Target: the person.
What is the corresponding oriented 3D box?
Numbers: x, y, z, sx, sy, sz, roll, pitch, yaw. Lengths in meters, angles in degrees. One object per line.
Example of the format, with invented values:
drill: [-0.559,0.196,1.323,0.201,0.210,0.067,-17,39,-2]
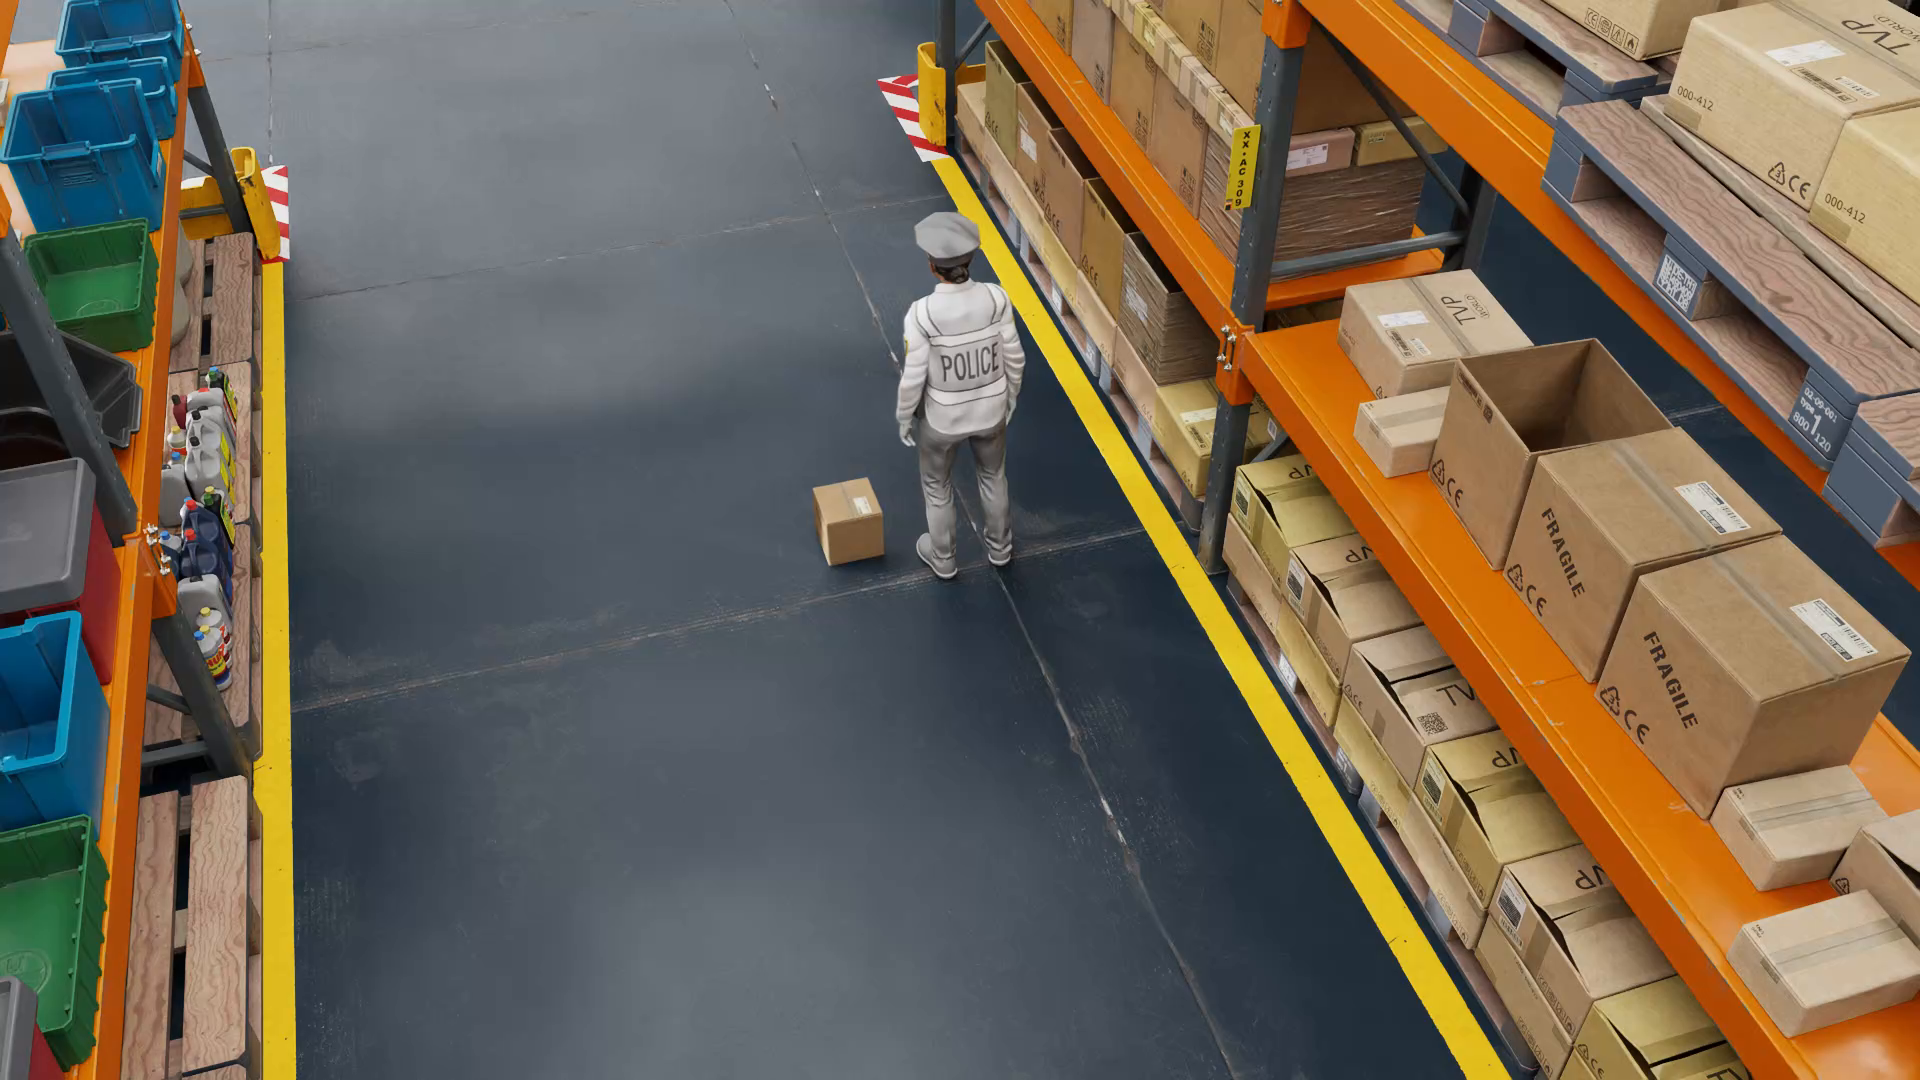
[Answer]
person: [-0.002,-0.528,6.735,0.540,1.662,0.374,-13,44,-14]
